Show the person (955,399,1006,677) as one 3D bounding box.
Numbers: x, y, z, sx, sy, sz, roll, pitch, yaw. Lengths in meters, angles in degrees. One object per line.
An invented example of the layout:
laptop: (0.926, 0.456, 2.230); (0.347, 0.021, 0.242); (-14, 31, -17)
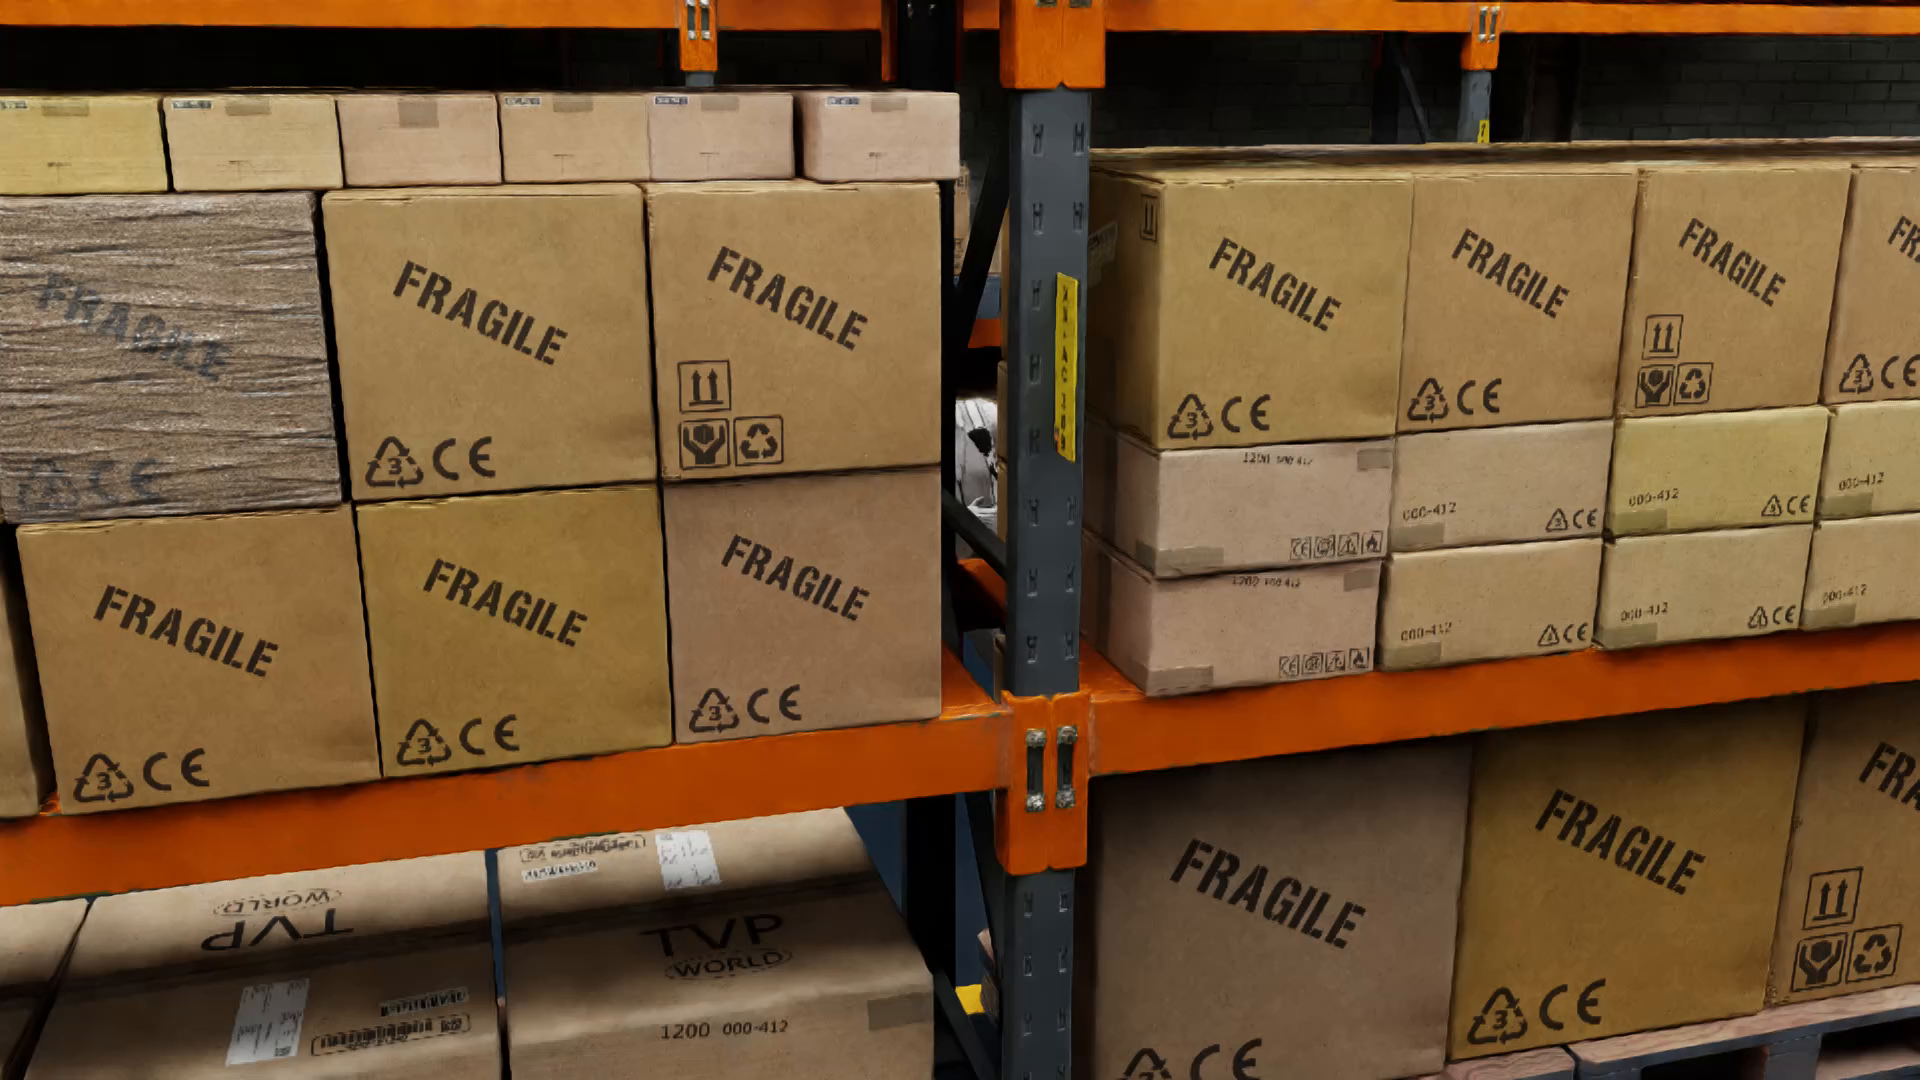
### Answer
person: (0.163, 0.055, 6.012); (0.859, 1.557, 0.525); (-3, 16, -10)
